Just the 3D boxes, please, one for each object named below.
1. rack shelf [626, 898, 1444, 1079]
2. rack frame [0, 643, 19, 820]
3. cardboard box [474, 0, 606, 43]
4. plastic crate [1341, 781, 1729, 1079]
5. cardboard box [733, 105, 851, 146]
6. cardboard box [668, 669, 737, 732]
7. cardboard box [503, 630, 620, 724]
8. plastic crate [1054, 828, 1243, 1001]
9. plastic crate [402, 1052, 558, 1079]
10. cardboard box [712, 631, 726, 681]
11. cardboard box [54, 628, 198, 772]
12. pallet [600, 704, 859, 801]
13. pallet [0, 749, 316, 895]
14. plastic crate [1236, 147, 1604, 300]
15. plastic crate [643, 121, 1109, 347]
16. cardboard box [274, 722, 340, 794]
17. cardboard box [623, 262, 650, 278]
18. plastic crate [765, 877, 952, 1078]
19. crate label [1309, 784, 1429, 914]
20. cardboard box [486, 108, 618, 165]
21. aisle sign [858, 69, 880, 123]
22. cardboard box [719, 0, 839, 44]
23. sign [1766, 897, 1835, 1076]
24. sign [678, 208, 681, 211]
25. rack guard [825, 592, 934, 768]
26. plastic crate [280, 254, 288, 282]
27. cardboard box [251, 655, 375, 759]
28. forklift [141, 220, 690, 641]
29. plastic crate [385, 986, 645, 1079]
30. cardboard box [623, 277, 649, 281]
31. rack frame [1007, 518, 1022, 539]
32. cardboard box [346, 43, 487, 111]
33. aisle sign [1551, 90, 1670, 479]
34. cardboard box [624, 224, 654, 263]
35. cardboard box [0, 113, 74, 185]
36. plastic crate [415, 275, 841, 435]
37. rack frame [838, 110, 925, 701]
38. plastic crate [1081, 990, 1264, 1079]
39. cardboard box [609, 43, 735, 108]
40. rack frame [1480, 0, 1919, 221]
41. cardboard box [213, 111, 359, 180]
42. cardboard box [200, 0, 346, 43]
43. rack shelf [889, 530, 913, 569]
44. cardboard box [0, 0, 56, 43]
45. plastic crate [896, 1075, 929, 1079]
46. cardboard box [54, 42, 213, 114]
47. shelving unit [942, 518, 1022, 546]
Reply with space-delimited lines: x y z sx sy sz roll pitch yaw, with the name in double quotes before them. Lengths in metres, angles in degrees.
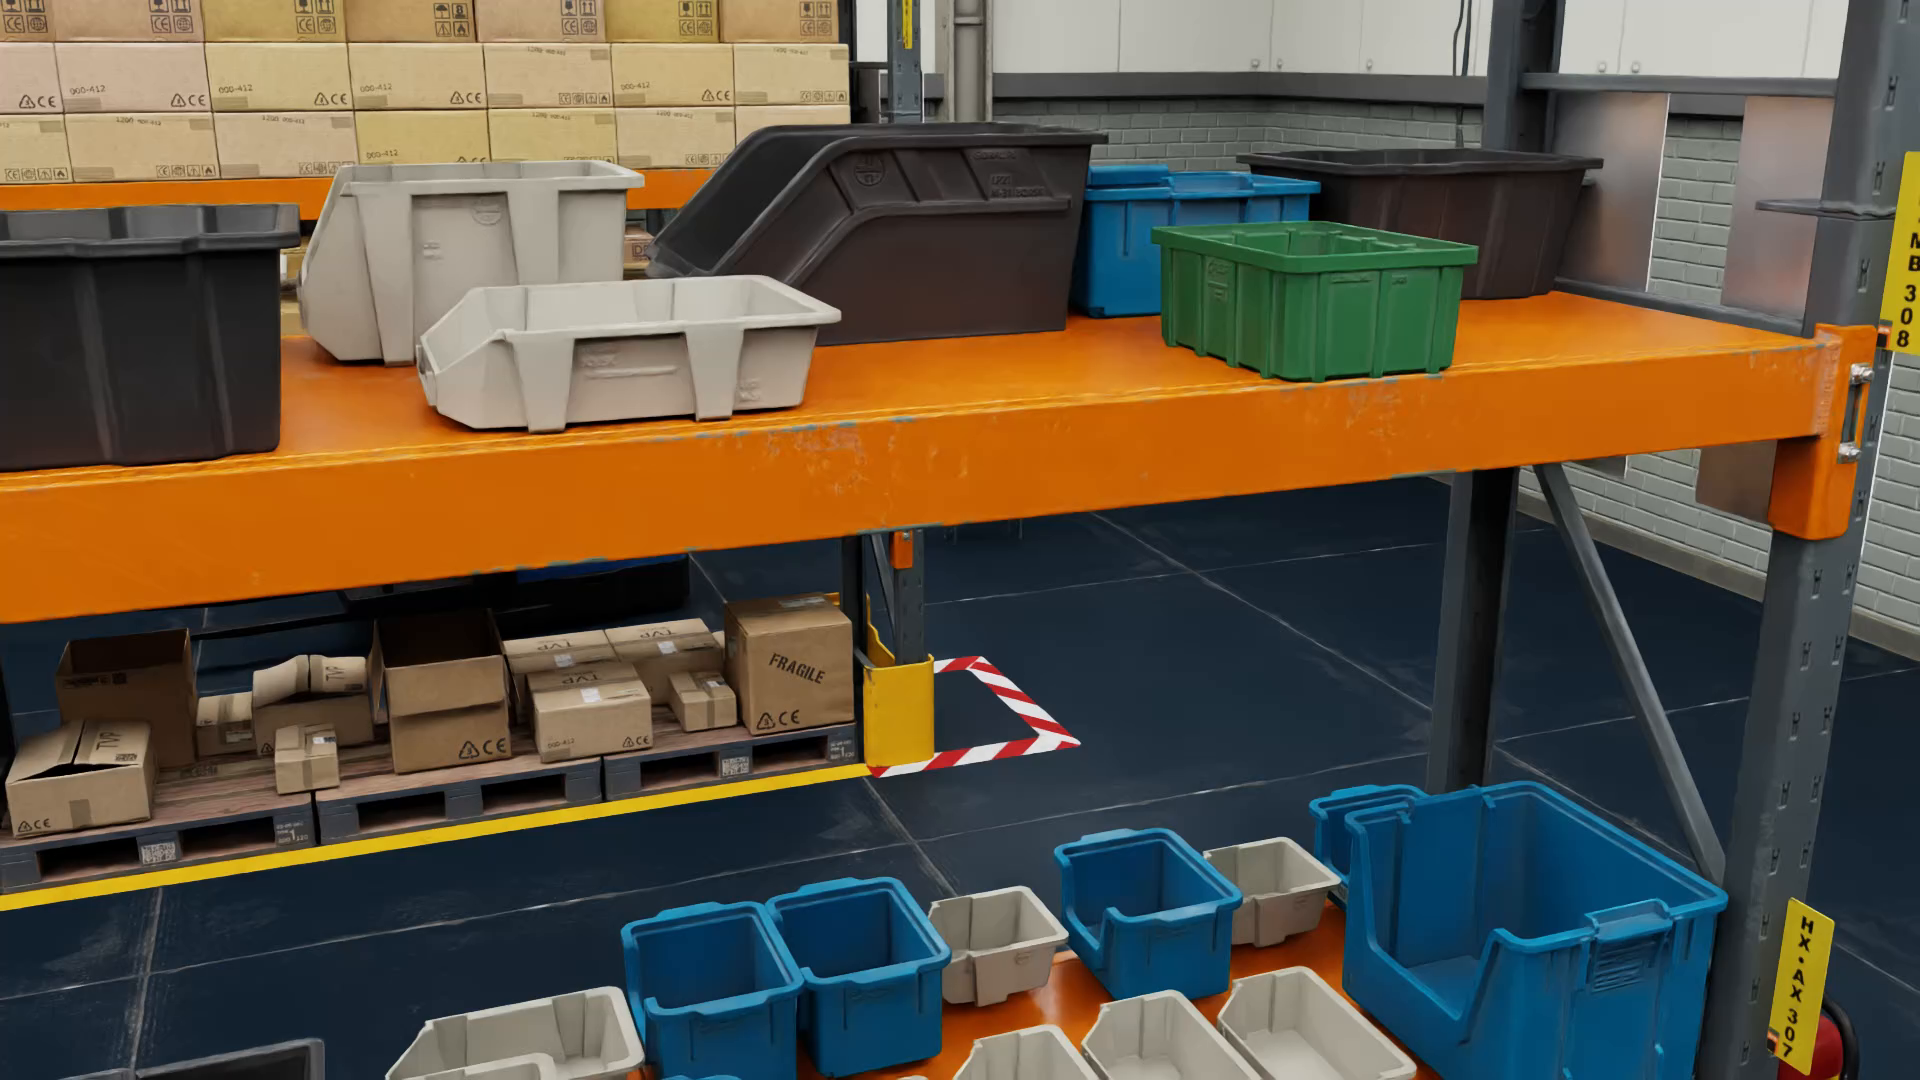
"rack shelf" -0.502 1.322 3.051 4.000 0.370 1.077 -6 17 -20
"rack frame" -4.138 -0.125 6.702 0.127 3.000 1.000 -6 17 -20
"cardboard box" -1.803 -2.333 6.943 0.500 0.500 0.700 -6 17 -20
"plastic crate" 1.120 0.812 3.340 0.499 0.435 0.616 -6 17 -20
"cardboard box" -0.789 -1.775 7.261 0.500 0.250 0.500 -6 17 -20
"cardboard box" -1.233 0.756 7.947 0.250 0.166 0.380 -6 17 -20
"cardboard box" -1.946 0.660 8.125 0.500 0.250 0.500 -6 17 -20
"plastic crate" 0.403 0.831 3.635 0.300 0.233 0.416 -6 17 -20
"plastic crate" -0.878 1.101 2.630 0.530 0.282 0.437 -6 17 -20
"cardboard box" -1.151 0.597 8.491 0.250 0.166 0.380 -6 17 -20
"cardboard box" -3.708 0.731 7.442 0.500 0.500 0.500 -6 17 -20
"pallet" -1.218 0.898 8.167 1.213 0.211 1.003 -6 17 -20
"pallet" -3.497 1.144 7.330 1.213 0.211 1.003 -6 17 -20
"plastic crate" 0.907 -0.636 3.349 0.590 0.269 0.497 -6 17 -20
"plastic crate" -0.159 -0.553 2.944 0.767 0.338 0.504 -6 17 -20
"cardboard box" -2.865 0.948 7.295 0.250 0.166 0.380 -6 17 -20
"cardboard box" -1.397 -1.026 7.818 0.500 0.500 0.500 -6 17 -20
"plastic crate" -0.212 0.897 3.409 0.300 0.233 0.416 -6 17 -20
"crate label" 1.017 0.765 3.861 0.303 0.233 0.416 -6 17 -20
"cardboard box" -1.722 -1.673 6.916 0.500 0.250 0.500 -6 17 -20
"aisle sign" -0.444 -1.860 7.995 0.004 0.787 0.394 -6 17 -20
"cardboard box" -0.877 -2.440 7.307 0.500 0.500 0.700 -6 17 -20
"sign" 1.578 0.840 3.126 0.005 0.325 0.100 -6 17 -20
"sign" -1.998 -2.357 11.825 0.005 0.325 0.100 -6 17 -20
"rack guard" -0.474 0.678 8.401 0.348 0.500 1.175 -6 17 -20
"plastic crate" -1.318 -0.363 2.655 0.466 0.136 0.293 -6 17 -20
"cardboard box" -3.007 0.746 7.726 0.500 0.311 0.500 -6 17 -20
"forklift" -3.205 -0.926 9.549 3.031 2.935 1.130 -9 18 -27
"plastic crate" -0.851 1.021 3.158 0.466 0.136 0.293 -6 17 -20
"cardboard box" -1.192 -0.888 7.347 0.500 0.500 0.500 -6 17 -19
"rack frame" 0.382 -0.617 11.570 0.015 1.200 0.240 -6 17 -20
"cardboard box" -2.191 -1.865 6.681 0.500 0.250 0.500 -6 17 -20
"aisle sign" 1.327 -0.558 3.560 0.004 0.787 0.394 -6 17 -20
"cardboard box" -2.652 -1.922 12.286 0.700 0.700 0.980 -5 17 -18
"cardboard box" -3.596 -1.477 6.246 0.500 0.250 0.500 -6 17 -20
"plastic crate" -0.475 -0.264 2.319 0.530 0.136 0.437 -6 17 -20
"rack frame" -0.403 -0.529 8.075 0.127 3.000 1.000 -6 17 -20
"plastic crate" 0.393 1.028 3.136 0.243 0.136 0.396 -6 17 -20
"cardboard box" -1.258 -1.967 7.026 0.500 0.250 0.500 -6 17 -20
"rack frame" 1.366 -2.104 2.791 0.127 3.000 1.000 -6 17 -20
"cardboard box" -2.660 -1.576 6.584 0.500 0.250 0.500 -6 17 -20
"cardboard box" -2.716 -2.217 6.547 0.500 0.500 0.700 -6 17 -20
"rack shelf" -2.271 0.018 7.490 4.000 0.370 1.077 -6 17 -20
"cardboard box" -3.698 -2.151 6.325 0.500 0.500 0.700 -6 17 -20
"plastic crate" -0.128 1.097 2.900 0.250 0.136 0.298 -6 17 -20
"cardboard box" -3.129 -1.767 6.348 0.500 0.250 0.500 -6 17 -20
"shelving unit" 0.155 -0.592 11.486 0.503 1.200 0.258 -6 17 -20
